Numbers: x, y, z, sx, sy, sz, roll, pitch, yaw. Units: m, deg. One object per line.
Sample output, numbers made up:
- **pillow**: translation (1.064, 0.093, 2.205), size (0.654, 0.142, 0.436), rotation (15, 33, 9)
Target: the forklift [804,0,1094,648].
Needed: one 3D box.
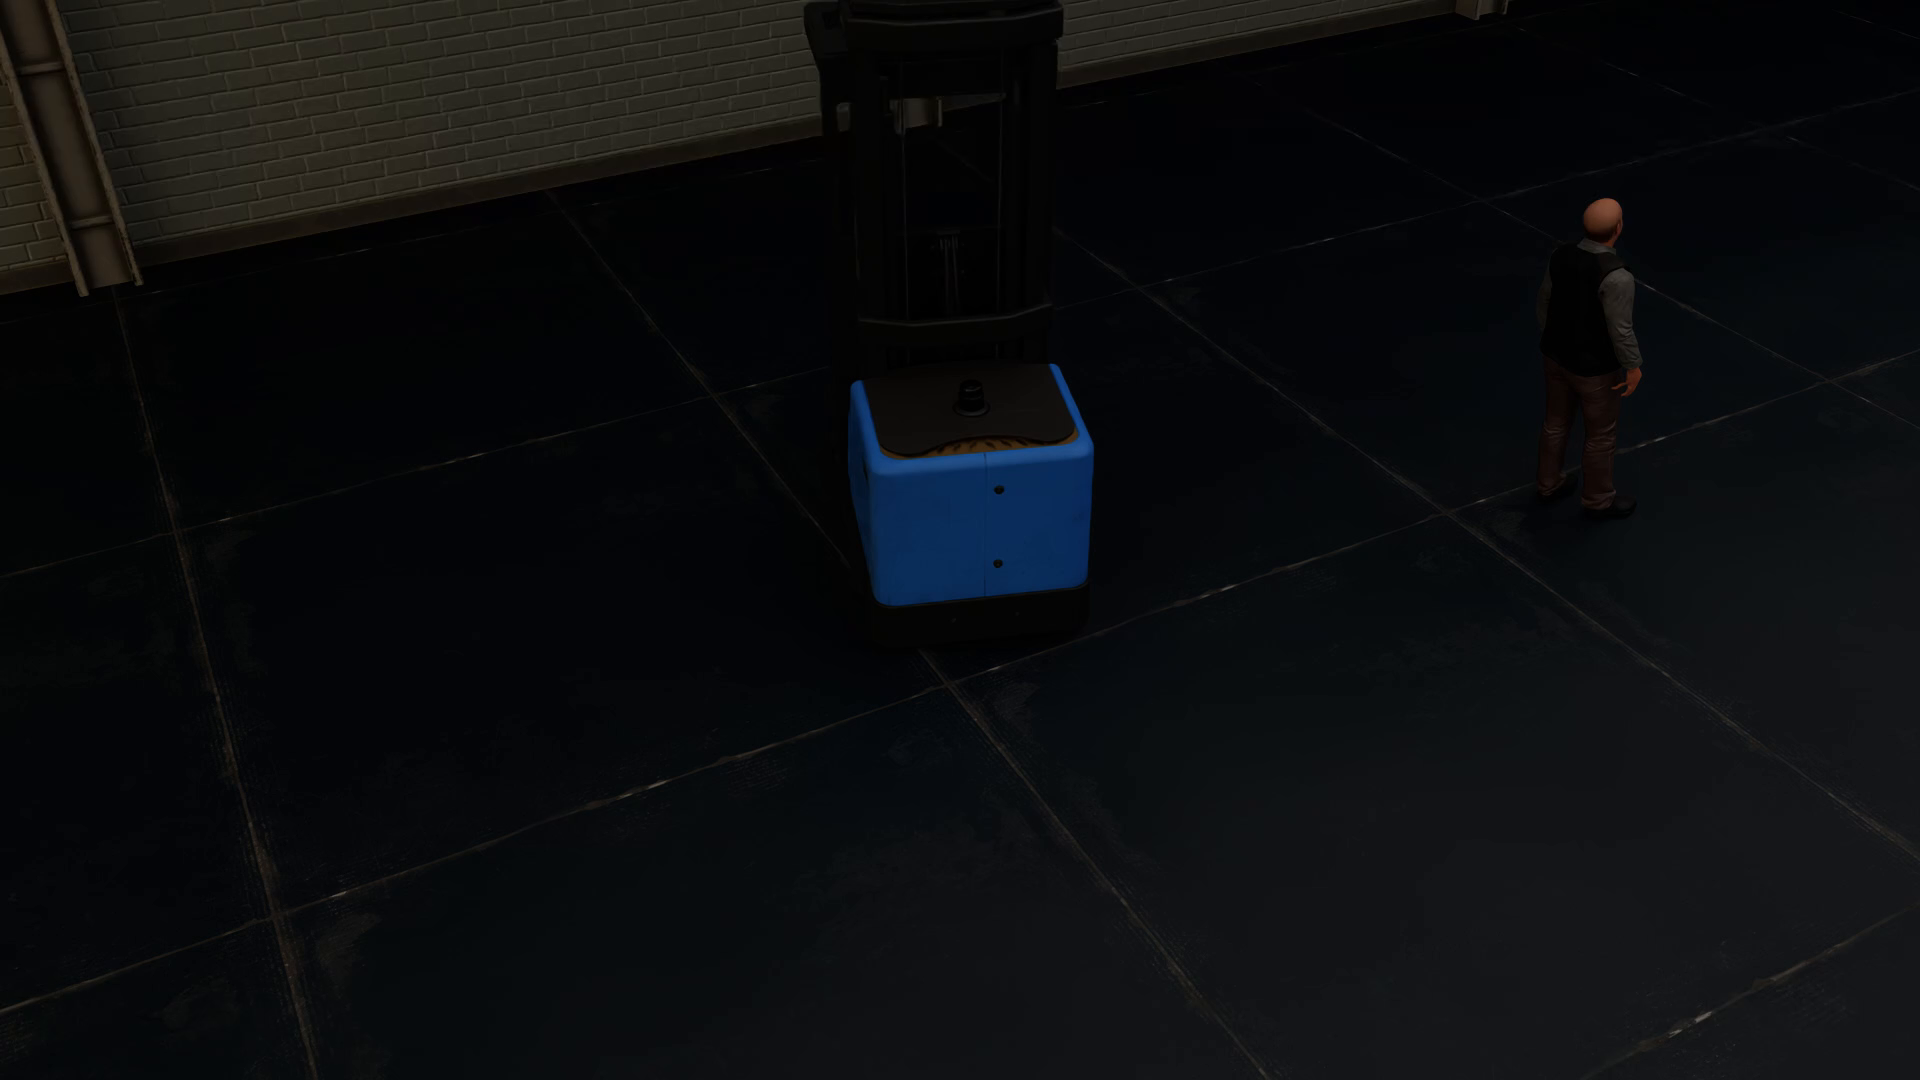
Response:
- **forklift**: translation (-0.142, -1.532, 8.290), size (1.130, 2.935, 3.031), rotation (-6, 36, -8)

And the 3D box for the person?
- **person**: translation (3.233, -0.937, 8.484), size (0.569, 1.720, 0.632), rotation (-18, 39, -23)
